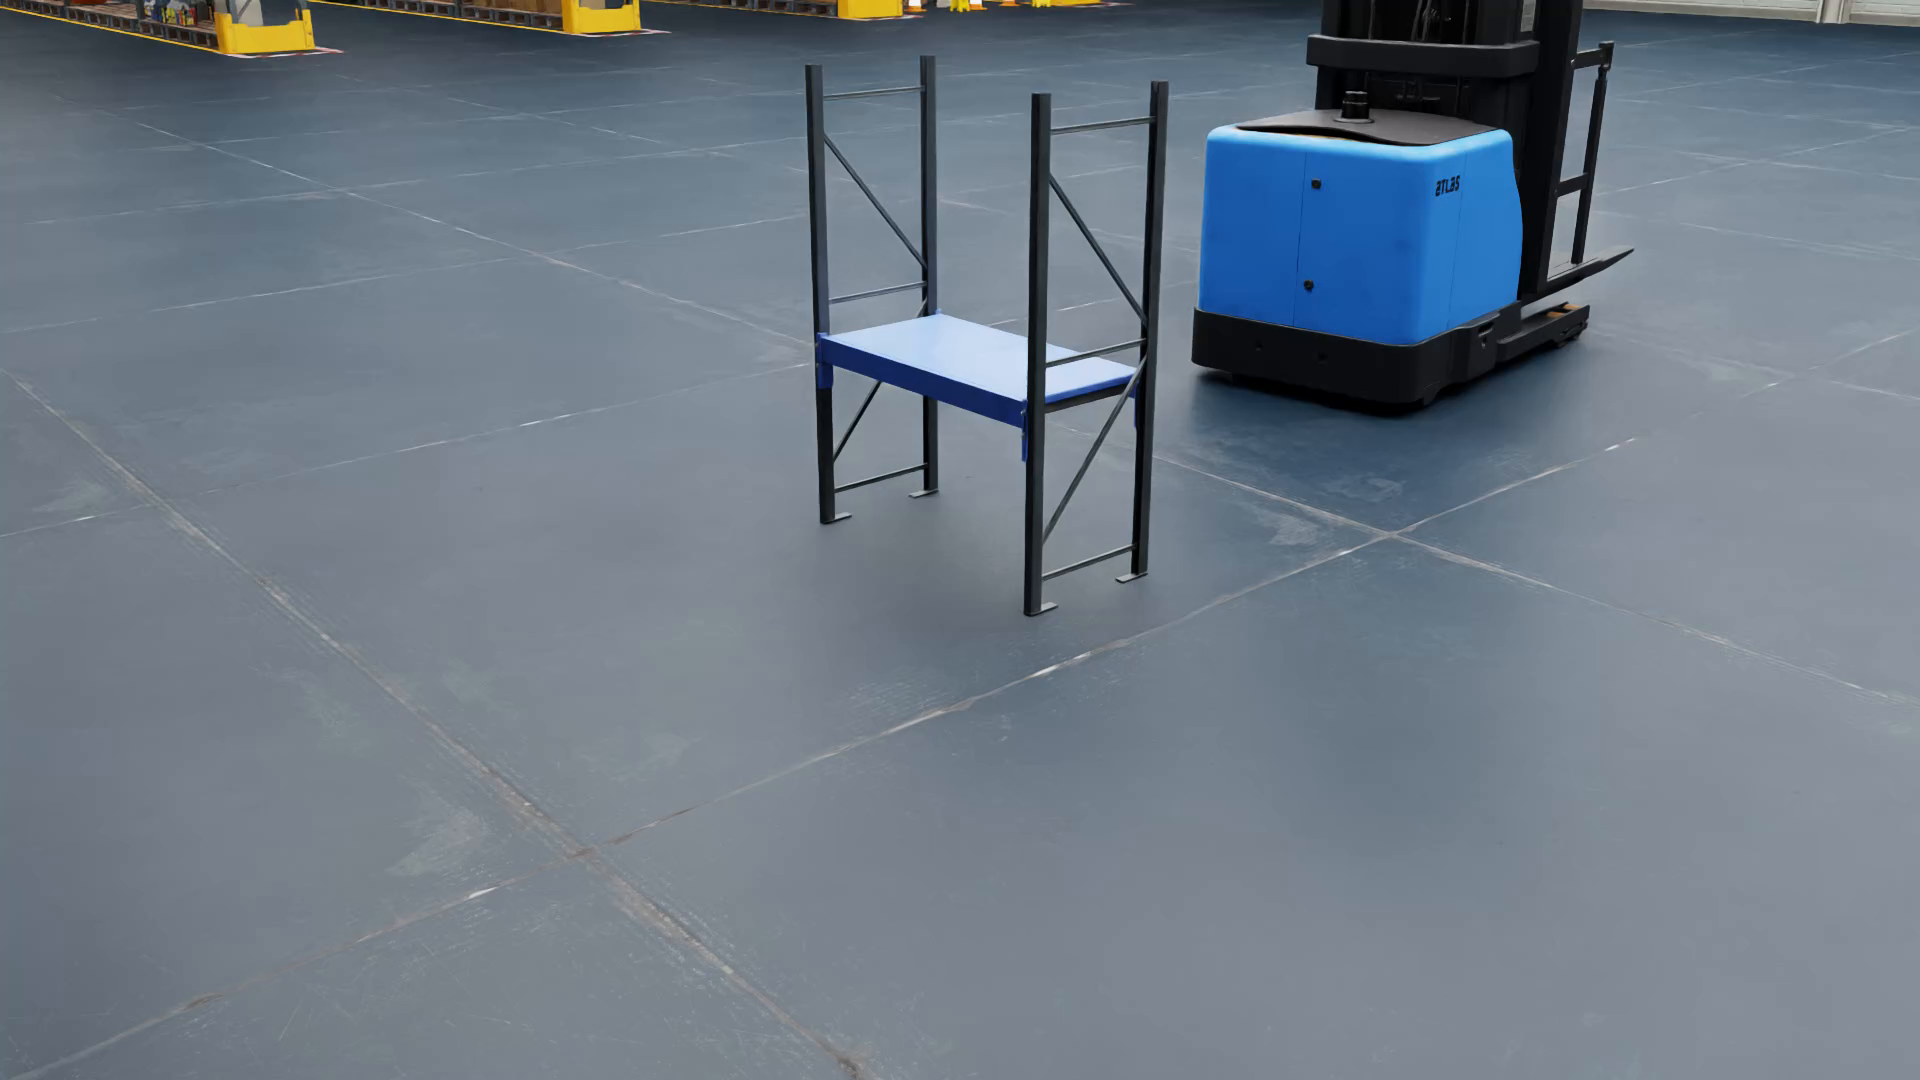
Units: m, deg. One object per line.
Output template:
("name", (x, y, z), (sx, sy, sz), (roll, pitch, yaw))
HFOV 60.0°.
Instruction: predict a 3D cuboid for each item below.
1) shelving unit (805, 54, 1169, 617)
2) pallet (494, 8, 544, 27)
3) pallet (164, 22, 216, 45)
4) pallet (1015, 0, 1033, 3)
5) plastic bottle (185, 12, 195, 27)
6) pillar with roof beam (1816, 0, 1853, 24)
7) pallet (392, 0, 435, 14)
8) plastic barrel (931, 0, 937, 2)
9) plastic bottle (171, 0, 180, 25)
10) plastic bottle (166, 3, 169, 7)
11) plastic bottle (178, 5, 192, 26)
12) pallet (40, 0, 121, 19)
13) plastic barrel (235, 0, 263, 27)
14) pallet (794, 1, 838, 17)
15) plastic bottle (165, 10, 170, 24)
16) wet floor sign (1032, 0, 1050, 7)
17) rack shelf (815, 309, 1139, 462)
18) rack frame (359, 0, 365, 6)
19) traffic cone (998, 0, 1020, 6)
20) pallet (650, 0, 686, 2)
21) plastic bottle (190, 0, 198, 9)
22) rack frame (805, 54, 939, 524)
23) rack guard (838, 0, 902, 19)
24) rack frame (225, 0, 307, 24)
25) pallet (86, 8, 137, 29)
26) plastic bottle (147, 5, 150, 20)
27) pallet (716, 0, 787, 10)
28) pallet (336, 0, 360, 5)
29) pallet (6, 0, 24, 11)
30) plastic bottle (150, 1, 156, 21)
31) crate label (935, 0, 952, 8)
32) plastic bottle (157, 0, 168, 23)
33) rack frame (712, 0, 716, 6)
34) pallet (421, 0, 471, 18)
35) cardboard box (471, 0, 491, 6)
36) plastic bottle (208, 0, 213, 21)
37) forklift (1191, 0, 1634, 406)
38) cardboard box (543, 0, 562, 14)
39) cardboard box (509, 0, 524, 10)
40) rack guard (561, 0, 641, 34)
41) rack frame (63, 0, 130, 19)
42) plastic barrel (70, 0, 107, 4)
("shelving unit", (0.056, -0.675, 5.150), (0.538, 1.500, 1.048), (-17, 27, -37))
("pallet", (-6.690, -8.350, 26.513), (1.003, 0.211, 1.213), (-17, 27, -37))
("pallet", (-10.500, -7.152, 23.456), (1.003, 0.211, 1.213), (-17, 27, -37))
("pallet", (1.610, -10.372, 31.676), (1.003, 0.211, 1.213), (-17, 27, -37))
("plastic bottle", (-10.628, -7.183, 22.945), (0.097, 0.201, 0.097), (0, 21, 0))
("pillar with roof beam", (10.721, -11.459, 22.403), (9.100, 9.000, 0.400), (-17, 27, -37))
("pallet", (-9.265, -9.416, 29.236), (1.003, 0.211, 1.213), (-17, 27, -37))
("plastic barrel", (-0.332, -10.427, 31.526), (0.512, 0.421, 0.421), (0, 21, -1))
("plastic bottle", (-10.973, -7.412, 23.325), (0.144, 0.351, 0.185), (-16, 27, -35))
("plastic bottle", (-11.248, -7.512, 23.689), (0.097, 0.271, 0.097), (0, 21, 0))
("plastic bottle", (-10.771, -7.294, 23.126), (0.152, 0.276, 0.135), (-17, 27, -37))
("pallet", (-14.865, -8.998, 28.168), (1.003, 0.211, 1.213), (-17, 27, -37))
("plastic barrel", (-9.584, -7.079, 22.281), (0.421, 0.512, 0.421), (0, 21, 0))
("pallet", (-2.102, -9.114, 28.465), (1.003, 0.211, 1.213), (-17, 27, -37))
("plastic bottle", (-11.205, -7.428, 23.569), (0.097, 0.201, 0.097), (0, 21, 0))
("wet floor sign", (1.477, -10.013, 30.165), (0.267, 0.644, 0.232), (-8, 23, -19))
("rack shelf", (0.056, -0.507, 5.216), (0.538, 0.185, 1.000), (-17, 27, -37))
("rack frame", (-10.566, -11.268, 30.140), (1.000, 3.000, 0.127), (-17, 27, -37))
("traffic cone", (0.905, -10.047, 30.501), (0.336, 0.463, 0.334), (-17, 27, -37))
("pallet", (-5.493, -10.550, 32.129), (1.003, 0.211, 1.213), (-17, 27, -37))
("plastic bottle", (-11.178, -7.811, 24.344), (0.144, 0.351, 0.185), (-17, 27, -37))
("rack frame", (-0.276, -0.815, 5.509), (0.500, 1.500, 0.032), (-17, 27, -37))
("rack guard", (-1.505, -9.040, 27.879), (1.175, 0.500, 0.348), (-17, 27, -37))
("rack frame", (-9.097, -7.878, 21.486), (1.000, 3.000, 0.127), (-17, 27, -37))
("pallet", (-13.050, -8.230, 26.207), (1.003, 0.211, 1.213), (-17, 27, -37))
("plastic bottle", (-11.765, -7.665, 24.175), (0.097, 0.201, 0.097), (0, 21, 0))
("pallet", (-3.695, -9.788, 30.186), (1.003, 0.211, 1.213), (-17, 27, -37))
("pallet", (-11.024, -10.205, 31.250), (1.003, 0.211, 1.213), (-17, 27, -37))
("pallet", (-16.458, -9.672, 29.890), (1.003, 0.211, 1.213), (-17, 27, -37))
("plastic bottle", (-11.600, -7.645, 24.021), (0.152, 0.276, 0.135), (-16, 27, -36))
("crate label", (-0.274, -9.740, 30.163), (0.298, 0.136, 0.250), (7, 23, 18))
("plastic bottle", (-11.372, -7.581, 23.756), (0.144, 0.351, 0.185), (-19, 28, -40))
("rack frame", (-4.132, -11.315, 30.261), (1.000, 3.000, 0.127), (-17, 27, -37))
("pallet", (-8.465, -9.079, 28.375), (1.003, 0.211, 1.213), (-17, 27, -37))
("cardboard box", (-7.725, -9.074, 27.391), (0.500, 0.500, 0.500), (-18, 28, -39))
("plastic bottle", (-10.794, -7.641, 24.000), (0.061, 0.283, 0.133), (-17, 27, -37))
("forklift", (2.352, -2.373, 7.525), (1.130, 2.935, 3.031), (17, 27, 37))
("cardboard box", (-6.156, -8.423, 25.727), (0.500, 0.500, 0.500), (-10, 23, -24))
("cardboard box", (-6.880, -8.765, 26.601), (0.500, 0.500, 0.500), (19, 29, 40))
("rack guard", (-5.394, -7.915, 25.006), (1.175, 0.500, 0.348), (-17, 27, -37))
("rack frame", (-14.319, -10.089, 27.129), (1.000, 3.000, 0.127), (-17, 27, -37))
("plastic barrel", (-14.651, -9.405, 27.783), (0.600, 0.830, 0.708), (-17, 27, -37))
